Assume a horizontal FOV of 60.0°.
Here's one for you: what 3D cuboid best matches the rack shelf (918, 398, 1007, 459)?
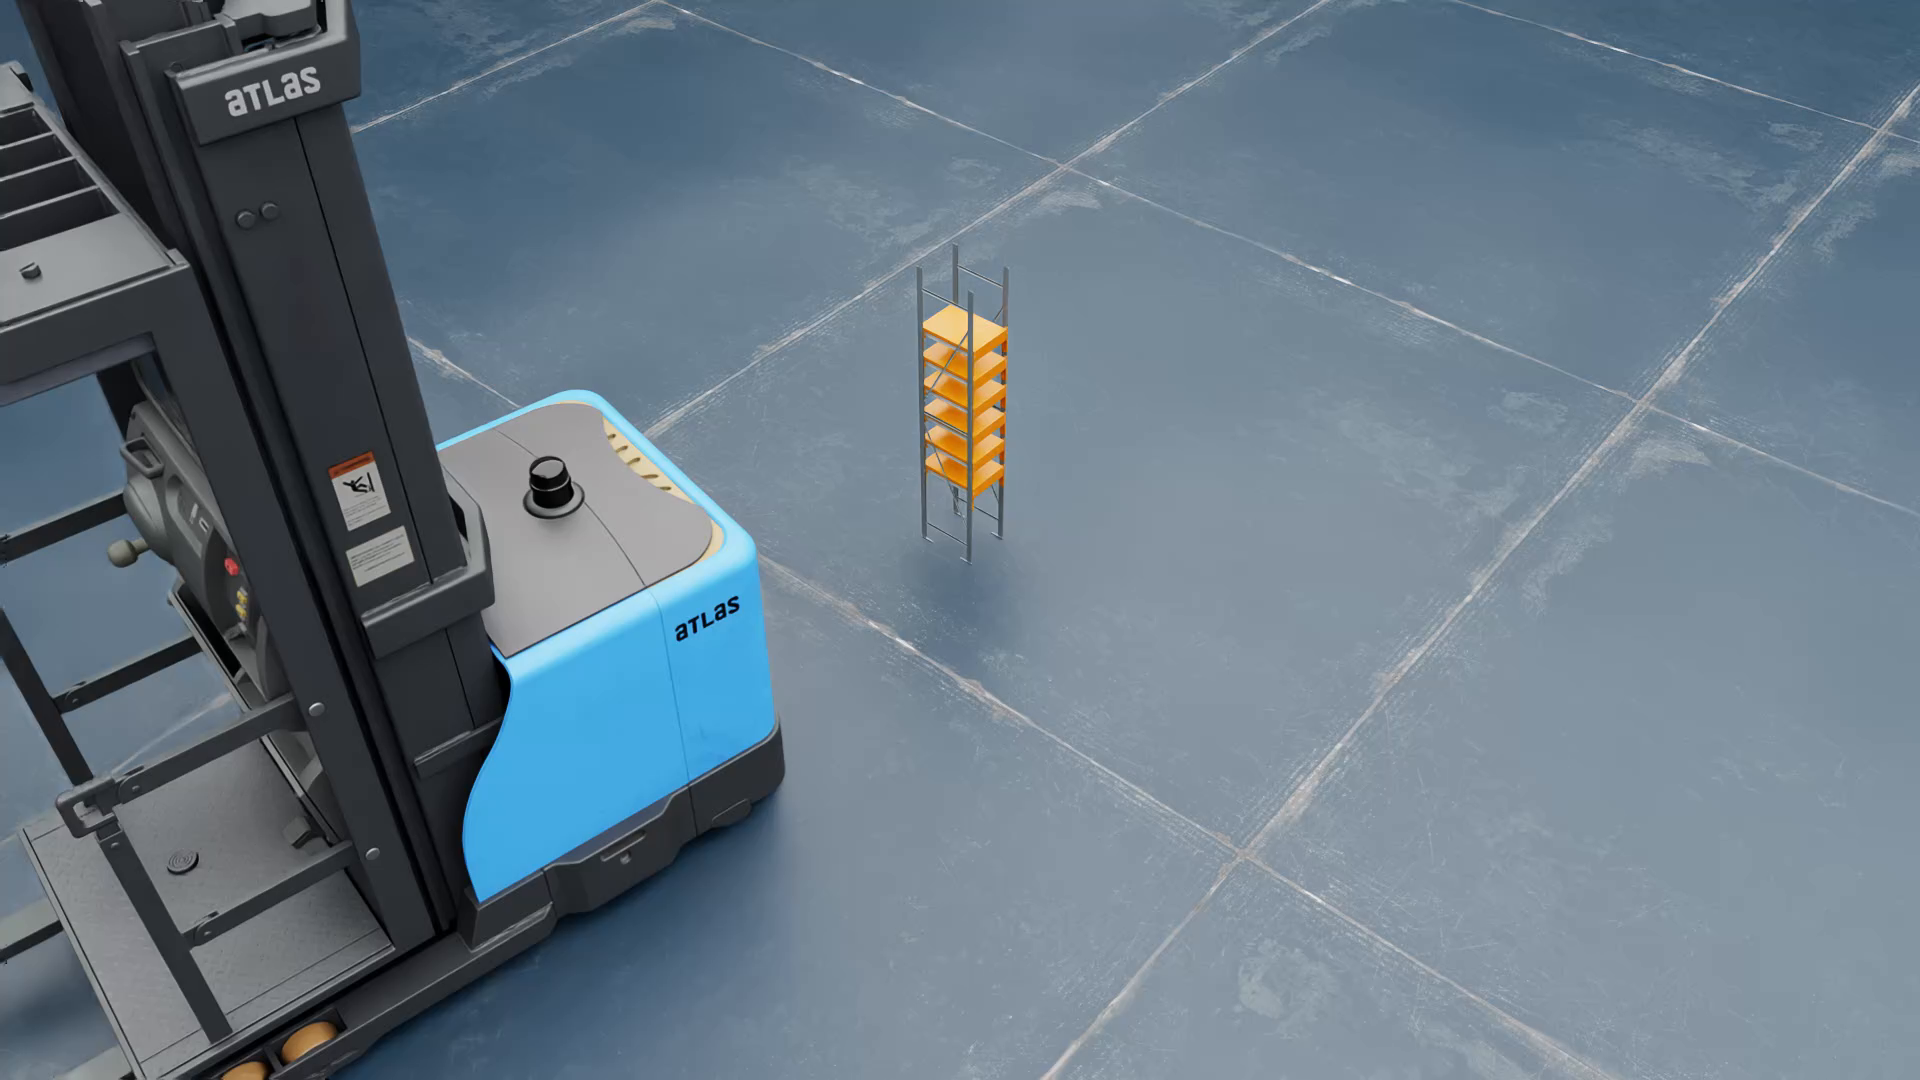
[{"bbox_3d":[0.009,-0.419,5.884,0.258,0.103,0.180,29,50,28],"label":"rack shelf"}]

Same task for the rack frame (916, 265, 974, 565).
[{"bbox_3d":[-0.050,-0.404,5.803,0.240,1.200,0.006,29,50,28],"label":"rack frame"}]

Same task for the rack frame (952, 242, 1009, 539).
[{"bbox_3d":[0.068,-0.498,5.906,0.240,1.200,0.006,29,50,28],"label":"rack frame"}]

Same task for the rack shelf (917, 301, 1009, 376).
[{"bbox_3d":[0.009,-0.685,5.642,0.258,0.103,0.180,29,50,28],"label":"rack shelf"}]

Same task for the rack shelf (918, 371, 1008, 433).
[{"bbox_3d":[0.009,-0.507,5.804,0.258,0.103,0.180,29,50,28],"label":"rack shelf"}]

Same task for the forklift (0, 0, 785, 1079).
[{"bbox_3d":[-2.023,0.090,3.972,3.031,2.935,1.130,-29,49,-28],"label":"forklift"}]

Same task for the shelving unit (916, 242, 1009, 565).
[{"bbox_3d":[0.009,-0.451,5.855,0.258,1.200,0.189,29,50,28],"label":"shelving unit"}]

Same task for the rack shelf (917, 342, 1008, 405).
[{"bbox_3d":[0.009,-0.596,5.723,0.258,0.103,0.180,29,50,28],"label":"rack shelf"}]

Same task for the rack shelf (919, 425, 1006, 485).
[{"bbox_3d":[0.009,-0.330,5.965,0.258,0.103,0.180,29,50,28],"label":"rack shelf"}]

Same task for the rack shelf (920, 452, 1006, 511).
[{"bbox_3d":[0.009,-0.241,6.046,0.258,0.103,0.180,29,50,28],"label":"rack shelf"}]
